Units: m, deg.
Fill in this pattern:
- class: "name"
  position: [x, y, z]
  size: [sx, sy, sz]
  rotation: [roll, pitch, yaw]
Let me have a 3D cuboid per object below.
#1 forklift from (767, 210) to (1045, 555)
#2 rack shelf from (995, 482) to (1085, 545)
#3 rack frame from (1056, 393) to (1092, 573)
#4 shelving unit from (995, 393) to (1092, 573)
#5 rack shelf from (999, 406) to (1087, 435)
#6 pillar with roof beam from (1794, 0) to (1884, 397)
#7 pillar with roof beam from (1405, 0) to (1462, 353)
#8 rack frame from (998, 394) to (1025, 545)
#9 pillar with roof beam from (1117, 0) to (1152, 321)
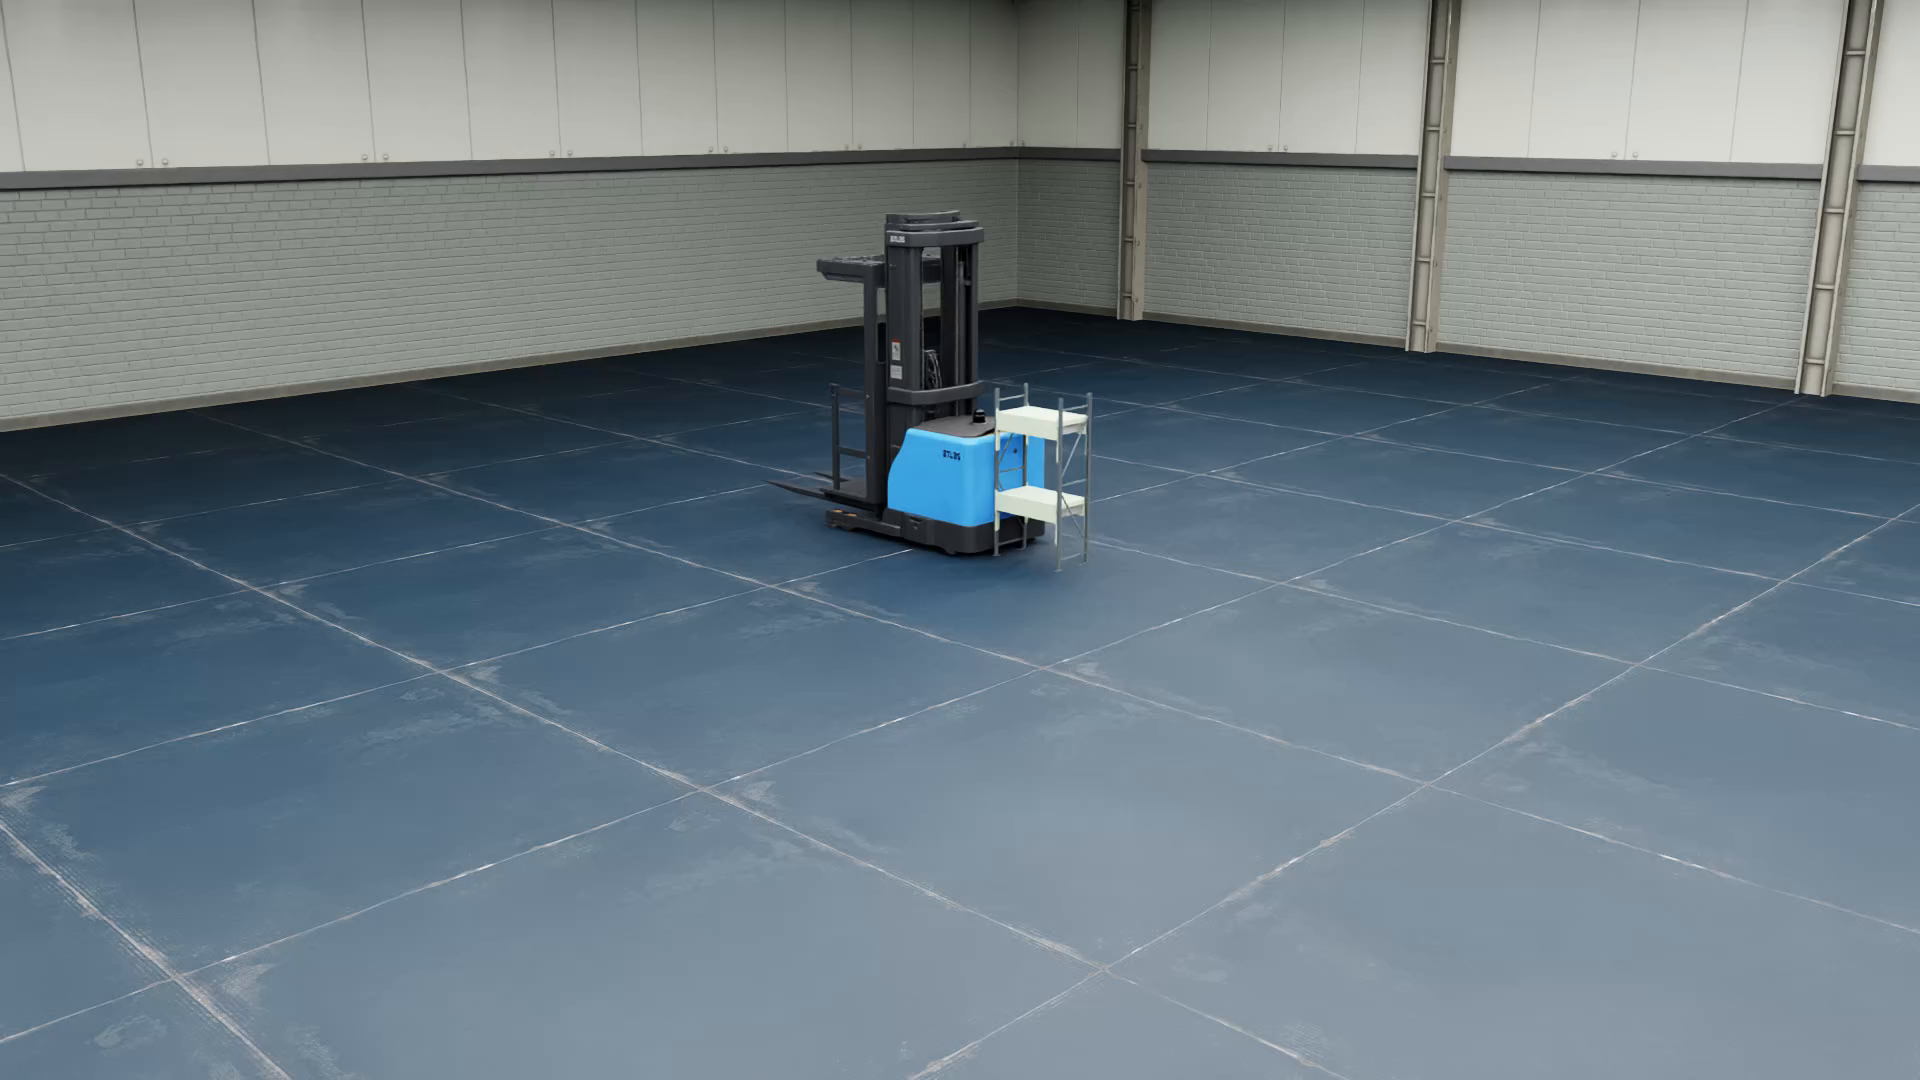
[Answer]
- class: "forklift"
  position: [-0.623, -1.584, 15.517]
  size: [3.031, 2.935, 1.130]
  rotation: [14, 20, 43]
- class: "rack shelf"
  position: [0.707, -0.233, 14.462]
  size: [0.720, 0.370, 0.431]
  rotation: [14, 20, 43]
- class: "rack frame"
  position: [0.967, -0.483, 14.131]
  size: [0.023, 1.500, 0.400]
  rotation: [14, 20, 43]
- class: "shelving unit"
  position: [0.710, -0.548, 14.378]
  size: [0.748, 1.500, 0.431]
  rotation: [14, 20, 43]
- class: "rack shelf"
  position: [0.707, -1.021, 14.257]
  size: [0.686, 0.124, 0.368]
  rotation: [14, 20, 43]
- class: "pillar with roof beam"
  position: [8.828, -5.602, 18.902]
  size: [0.400, 9.000, 9.100]
  rotation: [14, 20, 42]
- class: "pillar with roof beam"
  position: [4.509, -6.652, 22.932]
  size: [0.400, 9.000, 9.100]
  rotation: [14, 20, 42]
- class: "rack frame"
  position: [0.447, -0.613, 14.629]
  size: [0.010, 1.308, 0.380]
  rotation: [14, 20, 43]
- class: "pillar with roof beam"
  position: [0.190, -7.702, 26.962]
  size: [0.400, 9.000, 9.100]
  rotation: [14, 20, 42]
